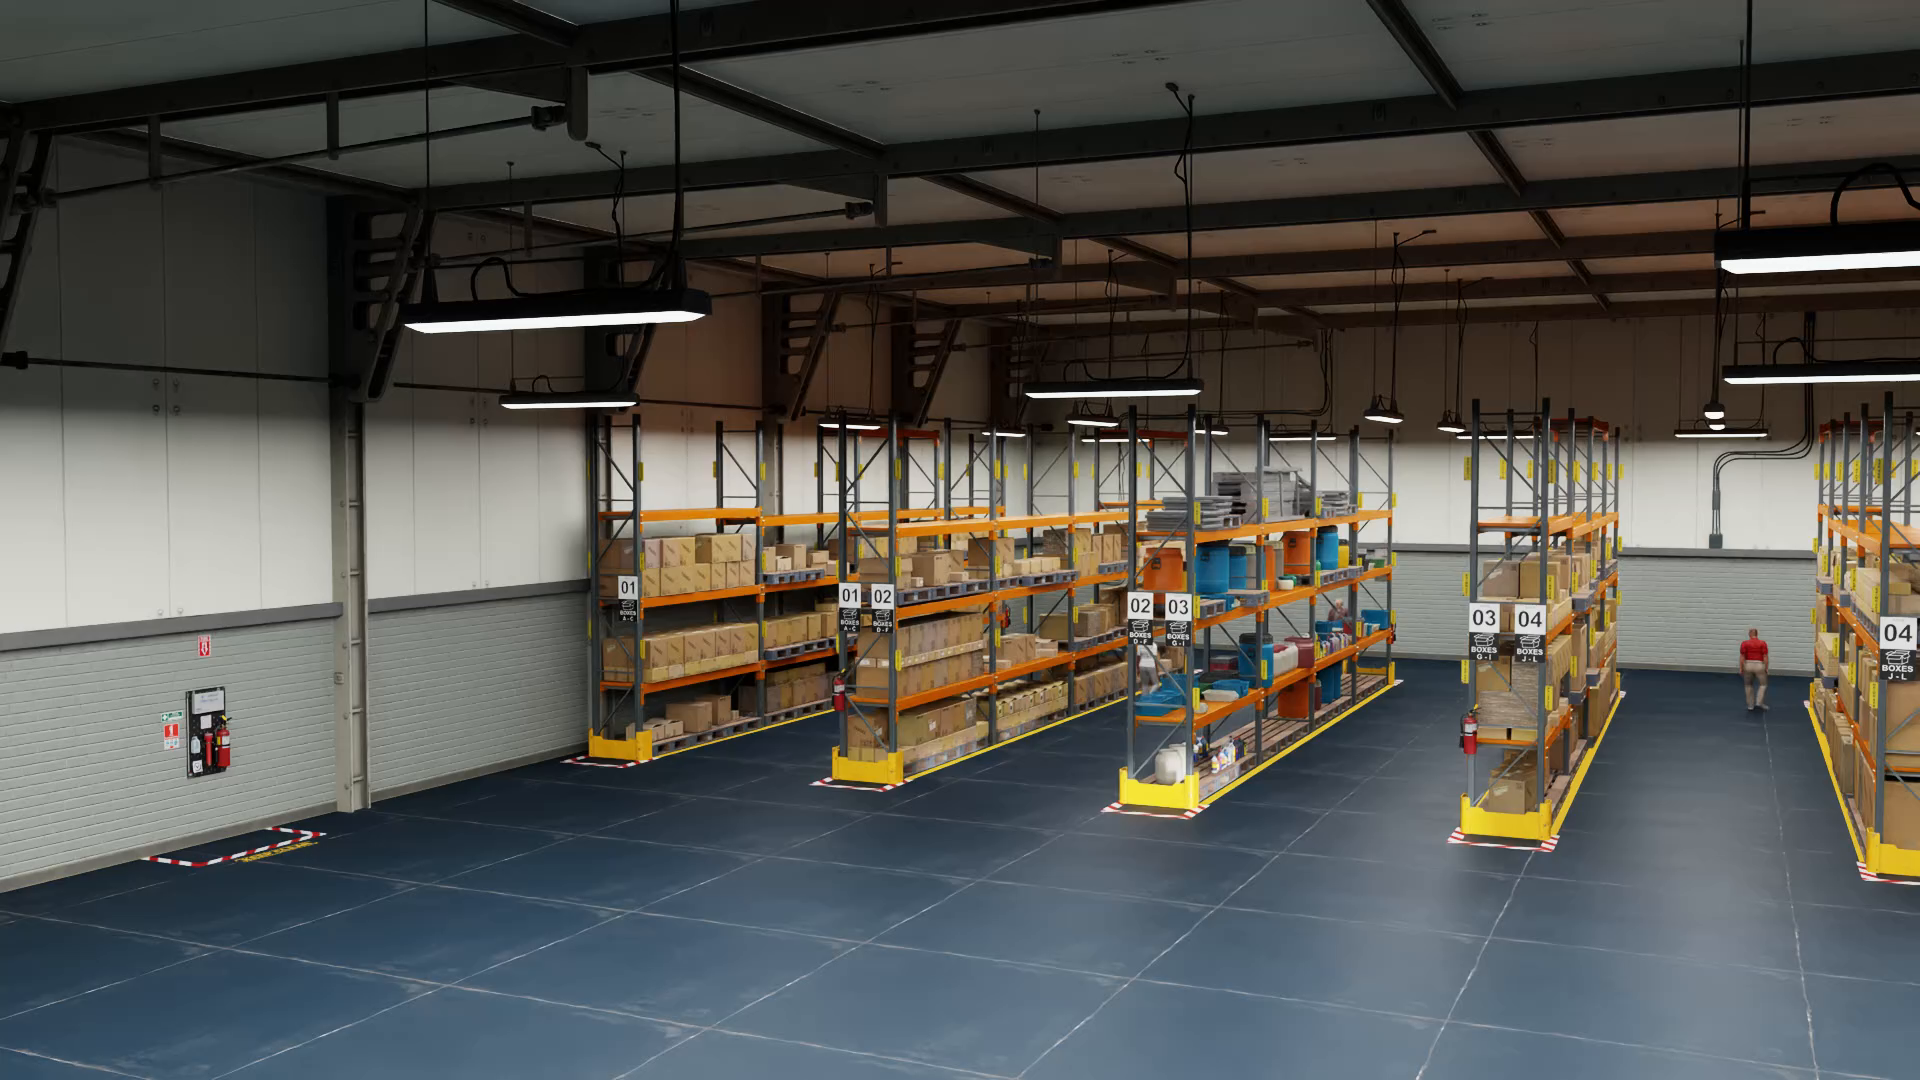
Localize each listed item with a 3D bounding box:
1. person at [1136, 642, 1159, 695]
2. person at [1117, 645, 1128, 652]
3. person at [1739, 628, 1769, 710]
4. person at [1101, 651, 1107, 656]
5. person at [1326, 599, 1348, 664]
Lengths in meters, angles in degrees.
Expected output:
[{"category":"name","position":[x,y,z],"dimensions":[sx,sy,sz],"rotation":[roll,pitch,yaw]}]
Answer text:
[{"category":"person","position":[3.953,2.725,35.050],"dimensions":[0.515,1.679,0.511],"rotation":[1,3,26]},{"category":"person","position":[4.524,2.293,45.689],"dimensions":[0.528,1.666,1.051],"rotation":[-2,3,-34]},{"category":"person","position":[16.659,2.711,34.868],"dimensions":[0.579,1.723,0.565],"rotation":[1,3,24]},{"category":"person","position":[3.515,2.422,41.582],"dimensions":[0.635,1.763,0.660],"rotation":[0,2,-1]},{"category":"person","position":[9.622,2.366,42.460],"dimensions":[0.673,1.722,1.059],"rotation":[2,3,33]}]
